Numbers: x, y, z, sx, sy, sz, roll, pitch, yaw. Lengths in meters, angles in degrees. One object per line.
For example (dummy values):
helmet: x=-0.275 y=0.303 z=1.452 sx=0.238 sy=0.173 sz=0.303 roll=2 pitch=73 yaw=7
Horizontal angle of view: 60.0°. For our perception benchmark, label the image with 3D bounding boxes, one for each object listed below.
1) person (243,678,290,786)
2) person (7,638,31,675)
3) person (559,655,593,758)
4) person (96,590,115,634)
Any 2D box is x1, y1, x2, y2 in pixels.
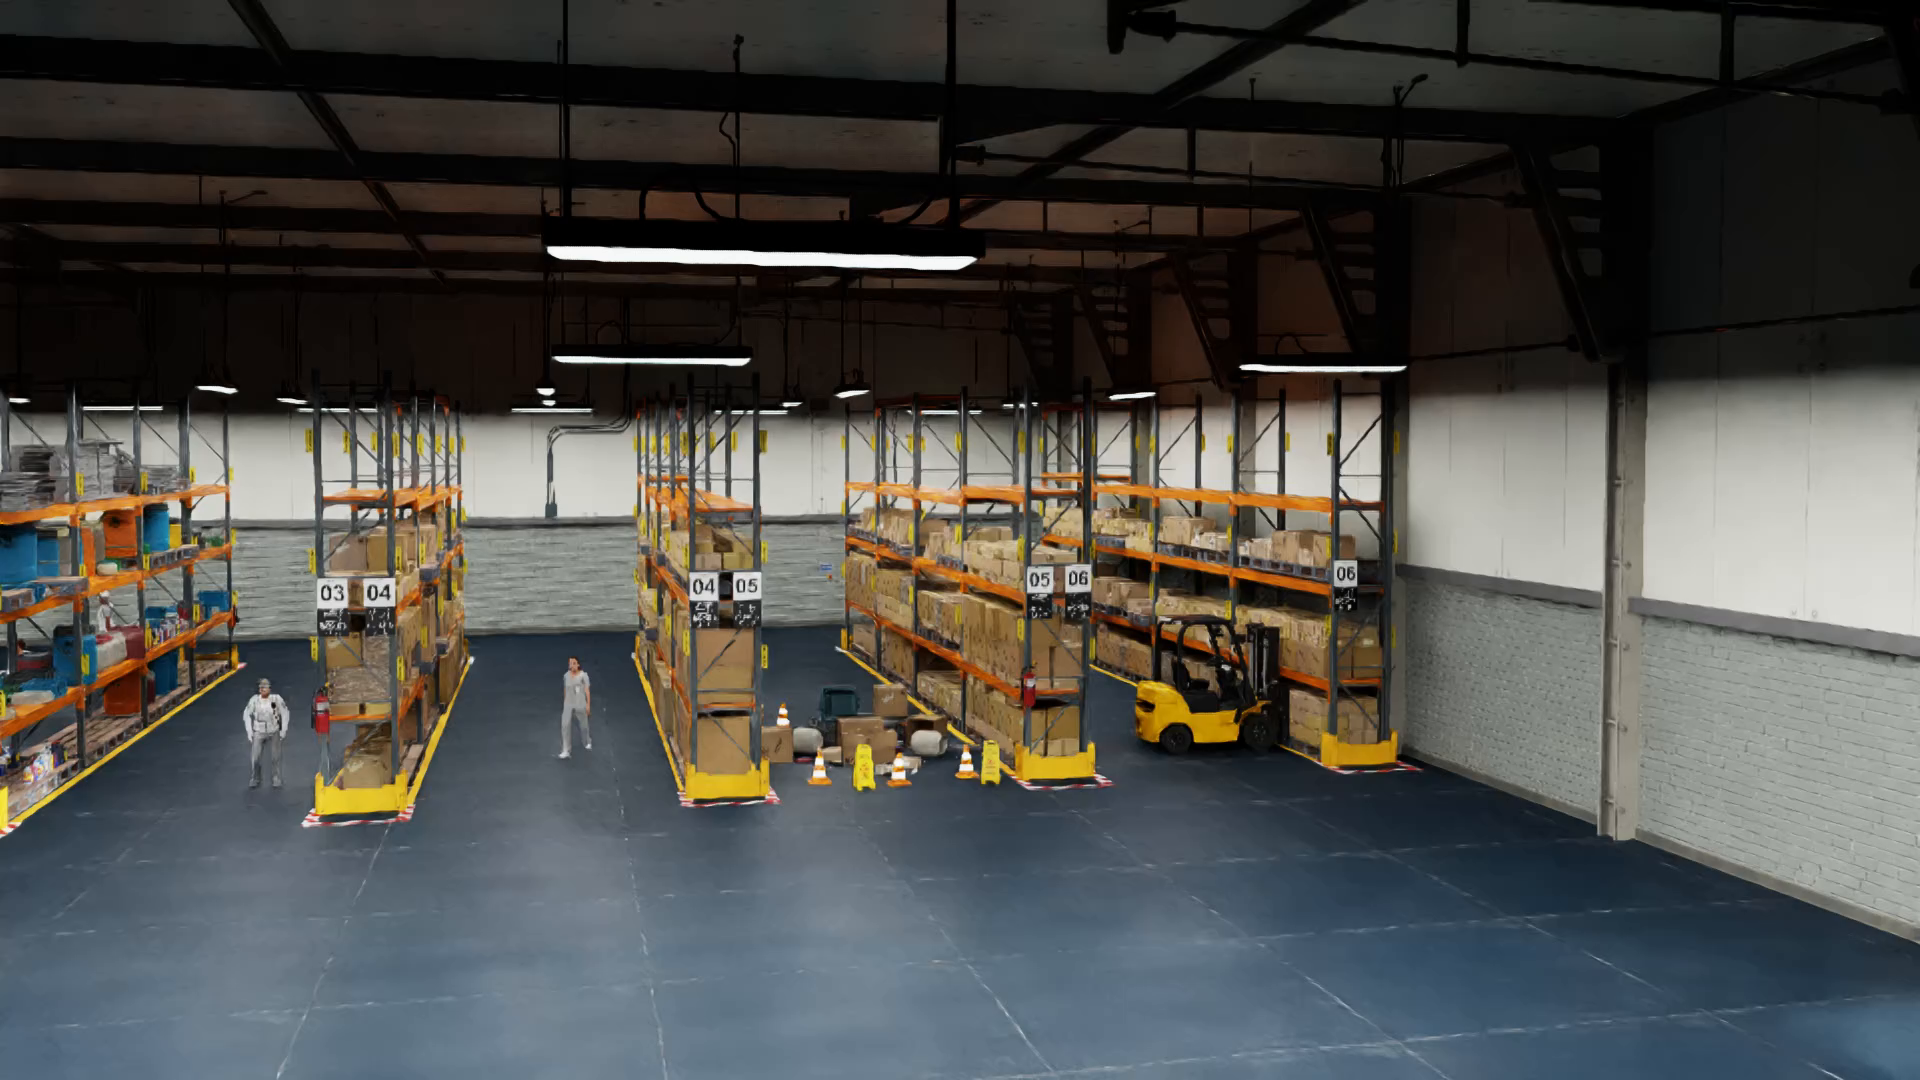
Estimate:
person: x=-10.109 y=2.794 z=24.248 sx=0.639 sy=1.632 sz=0.512 roll=-1 pitch=3 yaw=-15
person: x=-16.832 y=2.508 z=29.805 sx=0.417 sy=1.517 sz=1.037 roll=-1 pitch=3 yaw=-11
person: x=-6.143 y=2.646 z=26.686 sx=0.463 sy=1.620 sz=0.924 roll=0 pitch=3 yaw=2
person: x=-18.807 y=1.994 z=36.657 sx=0.531 sy=1.787 sz=0.662 roll=-2 pitch=4 yaw=-29
